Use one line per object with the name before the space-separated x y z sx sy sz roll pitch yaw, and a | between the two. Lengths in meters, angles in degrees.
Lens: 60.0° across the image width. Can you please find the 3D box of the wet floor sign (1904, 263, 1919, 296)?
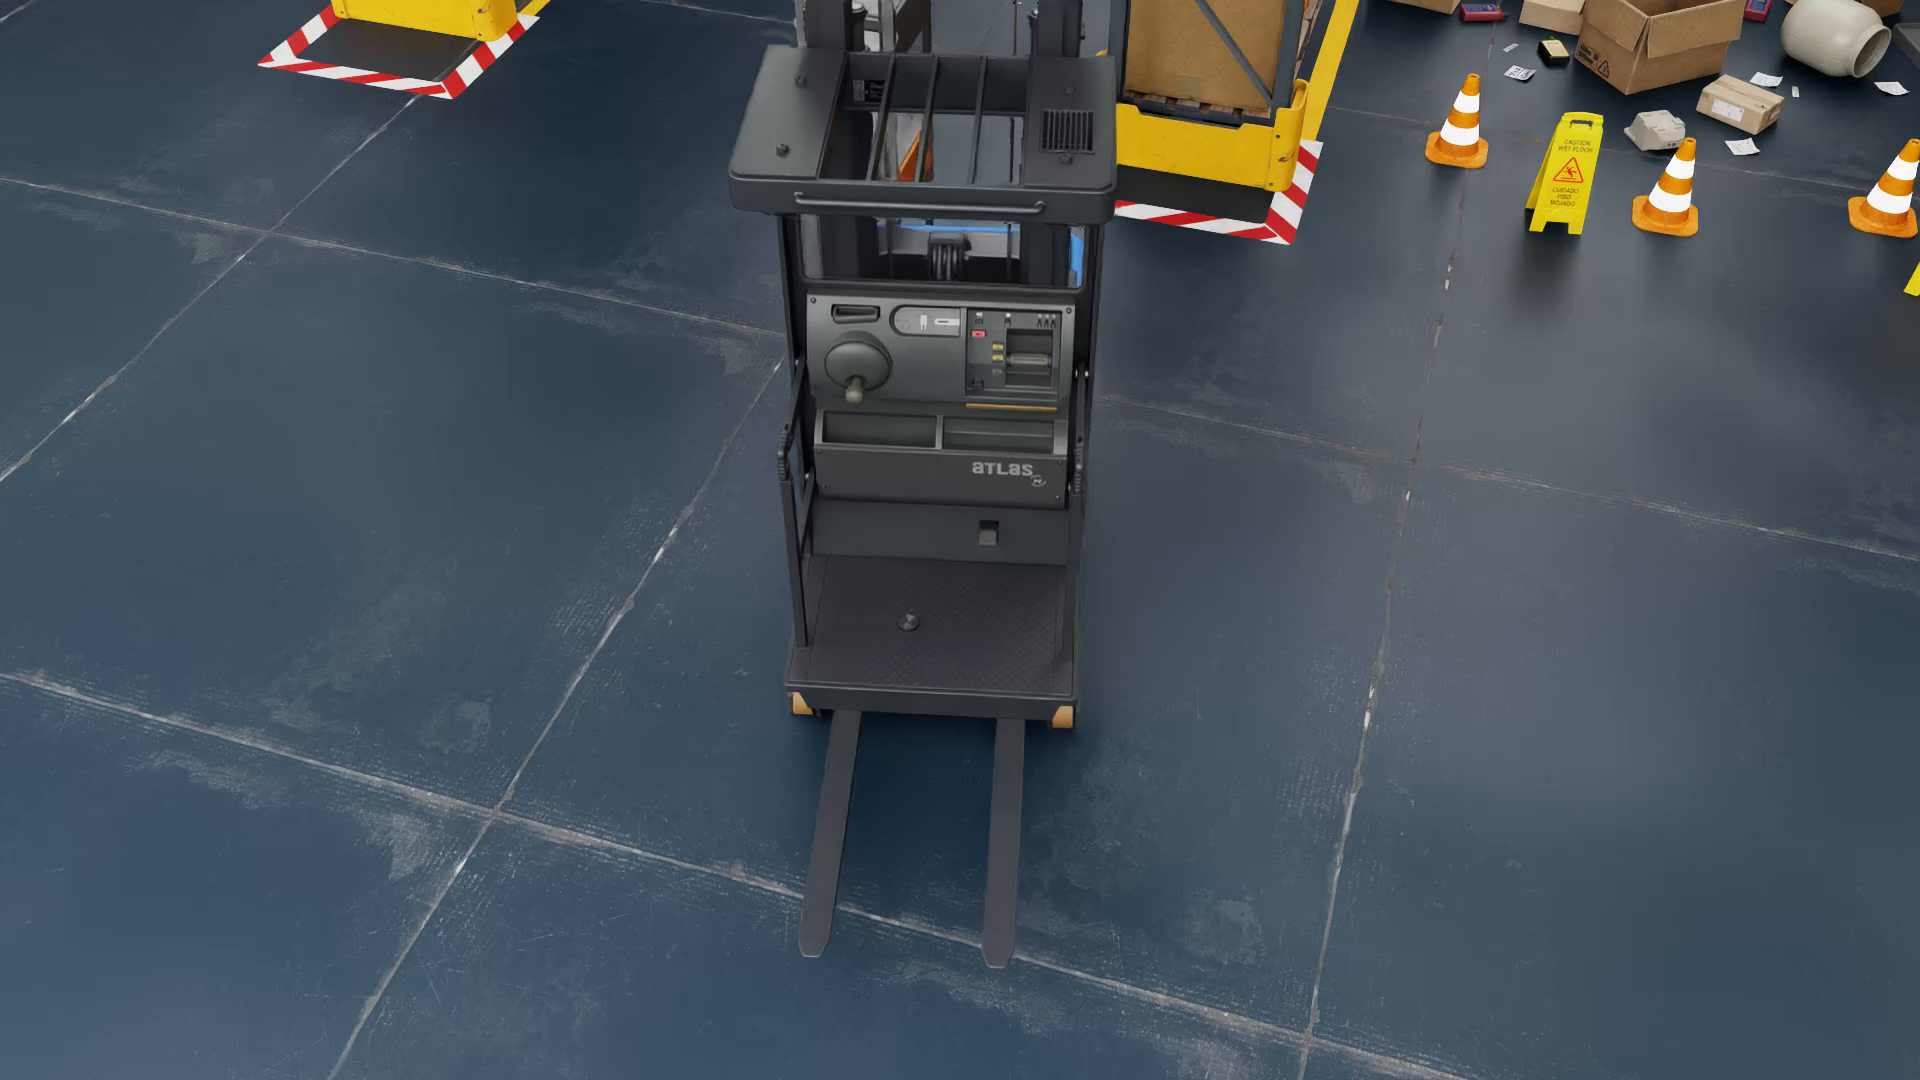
wet floor sign | 4.962 -1.496 8.216 0.267 0.644 0.232 28 51 26

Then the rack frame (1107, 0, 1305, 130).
rack frame | 1.291 -3.218 8.293 1.000 3.000 0.127 13 46 13

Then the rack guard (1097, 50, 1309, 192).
rack guard | 1.284 -2.309 9.151 1.175 0.500 0.348 13 46 13

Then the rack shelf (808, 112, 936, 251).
rack shelf | -0.381 -1.546 7.247 0.431 0.518 0.480 11 46 11

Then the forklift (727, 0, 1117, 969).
forklift | -0.081 -0.567 5.633 1.130 2.935 3.031 3 44 3

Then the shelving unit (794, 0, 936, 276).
shelving unit | -0.381 -1.556 7.238 0.431 2.100 0.503 11 46 11

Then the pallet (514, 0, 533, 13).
pallet | -3.103 -3.924 11.008 1.003 0.211 1.213 13 46 13

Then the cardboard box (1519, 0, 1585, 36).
cardboard box | 3.737 -3.371 10.405 0.396 0.266 0.258 20 48 19

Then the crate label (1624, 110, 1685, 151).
crate label | 3.958 -2.320 9.421 0.250 0.136 0.298 -9 45 -9

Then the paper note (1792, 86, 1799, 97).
paper note | 4.953 -2.658 9.858 0.032 0.001 0.123 13 46 13

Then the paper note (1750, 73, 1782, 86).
paper note | 4.829 -2.758 9.954 0.148 0.019 0.142 28 51 26

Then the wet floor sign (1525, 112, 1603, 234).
wet floor sign | 3.169 -1.938 8.668 0.267 0.644 0.232 5 45 5

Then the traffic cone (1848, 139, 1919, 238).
traffic cone | 4.940 -1.890 8.750 0.336 0.463 0.334 13 46 13

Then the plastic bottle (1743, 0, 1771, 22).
plastic bottle | 5.073 -3.390 10.570 0.133 0.061 0.283 20 48 19

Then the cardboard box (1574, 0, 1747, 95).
cardboard box | 4.158 -3.052 9.908 0.797 0.503 0.637 -16 47 -16

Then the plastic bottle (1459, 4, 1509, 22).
plastic bottle | 3.314 -3.333 10.511 0.283 0.061 0.133 -2 44 -2

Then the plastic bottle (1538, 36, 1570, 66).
plastic bottle | 3.621 -2.996 10.167 0.133 0.061 0.283 -2 44 -2

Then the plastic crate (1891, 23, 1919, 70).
plastic crate | 5.994 -2.987 10.144 0.402 0.080 0.583 -2 44 -2

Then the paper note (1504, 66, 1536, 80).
paper note | 3.372 -2.814 10.004 0.144 0.017 0.142 28 51 26

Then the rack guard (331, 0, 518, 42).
rack guard | -3.382 -3.493 10.362 1.175 0.500 0.348 13 46 13

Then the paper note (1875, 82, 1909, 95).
paper note | 5.537 -2.690 9.876 0.142 0.019 0.148 -2 44 -2

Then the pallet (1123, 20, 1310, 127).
pallet | 1.459 -2.771 9.830 1.003 0.211 1.213 13 46 13

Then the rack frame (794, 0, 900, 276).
rack frame | -0.448 -1.392 7.070 0.400 2.100 0.015 11 46 11

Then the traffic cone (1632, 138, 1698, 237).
traffic cone | 3.779 -1.899 8.759 0.336 0.463 0.334 13 46 13

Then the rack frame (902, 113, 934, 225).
rack frame | -0.314 -1.720 7.405 0.400 2.100 0.015 11 46 11

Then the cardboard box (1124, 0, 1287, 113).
cardboard box | 1.434 -3.075 9.366 0.875 0.875 0.875 13 46 13

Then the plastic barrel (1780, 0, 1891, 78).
plastic barrel | 5.222 -3.014 9.926 0.421 0.421 0.512 -24 49 -22

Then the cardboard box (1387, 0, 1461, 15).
cardboard box | 3.010 -3.740 10.612 0.500 0.500 0.500 20 48 19

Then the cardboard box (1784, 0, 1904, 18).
cardboard box | 5.629 -3.585 10.453 0.500 0.500 0.500 -24 49 -22

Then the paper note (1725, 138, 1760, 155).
paper note | 4.429 -2.228 9.404 0.148 0.019 0.142 -2 44 -2

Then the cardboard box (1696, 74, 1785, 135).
cardboard box | 4.511 -2.519 9.617 0.250 0.149 0.380 -33 53 -29

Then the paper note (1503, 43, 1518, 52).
paper note | 3.393 -3.034 10.242 0.123 0.001 0.032 -33 53 -29

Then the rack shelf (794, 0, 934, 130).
rack shelf | -0.381 -2.046 6.758 0.431 0.518 0.480 11 46 11

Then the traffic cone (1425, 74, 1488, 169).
traffic cone | 2.805 -2.365 9.235 0.336 0.463 0.334 13 46 13

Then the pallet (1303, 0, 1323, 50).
pallet | 1.830 -3.582 10.658 1.003 0.211 1.213 13 46 13

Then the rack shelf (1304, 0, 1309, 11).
rack shelf | 1.897 -4.294 9.907 1.077 0.370 4.000 13 46 13
